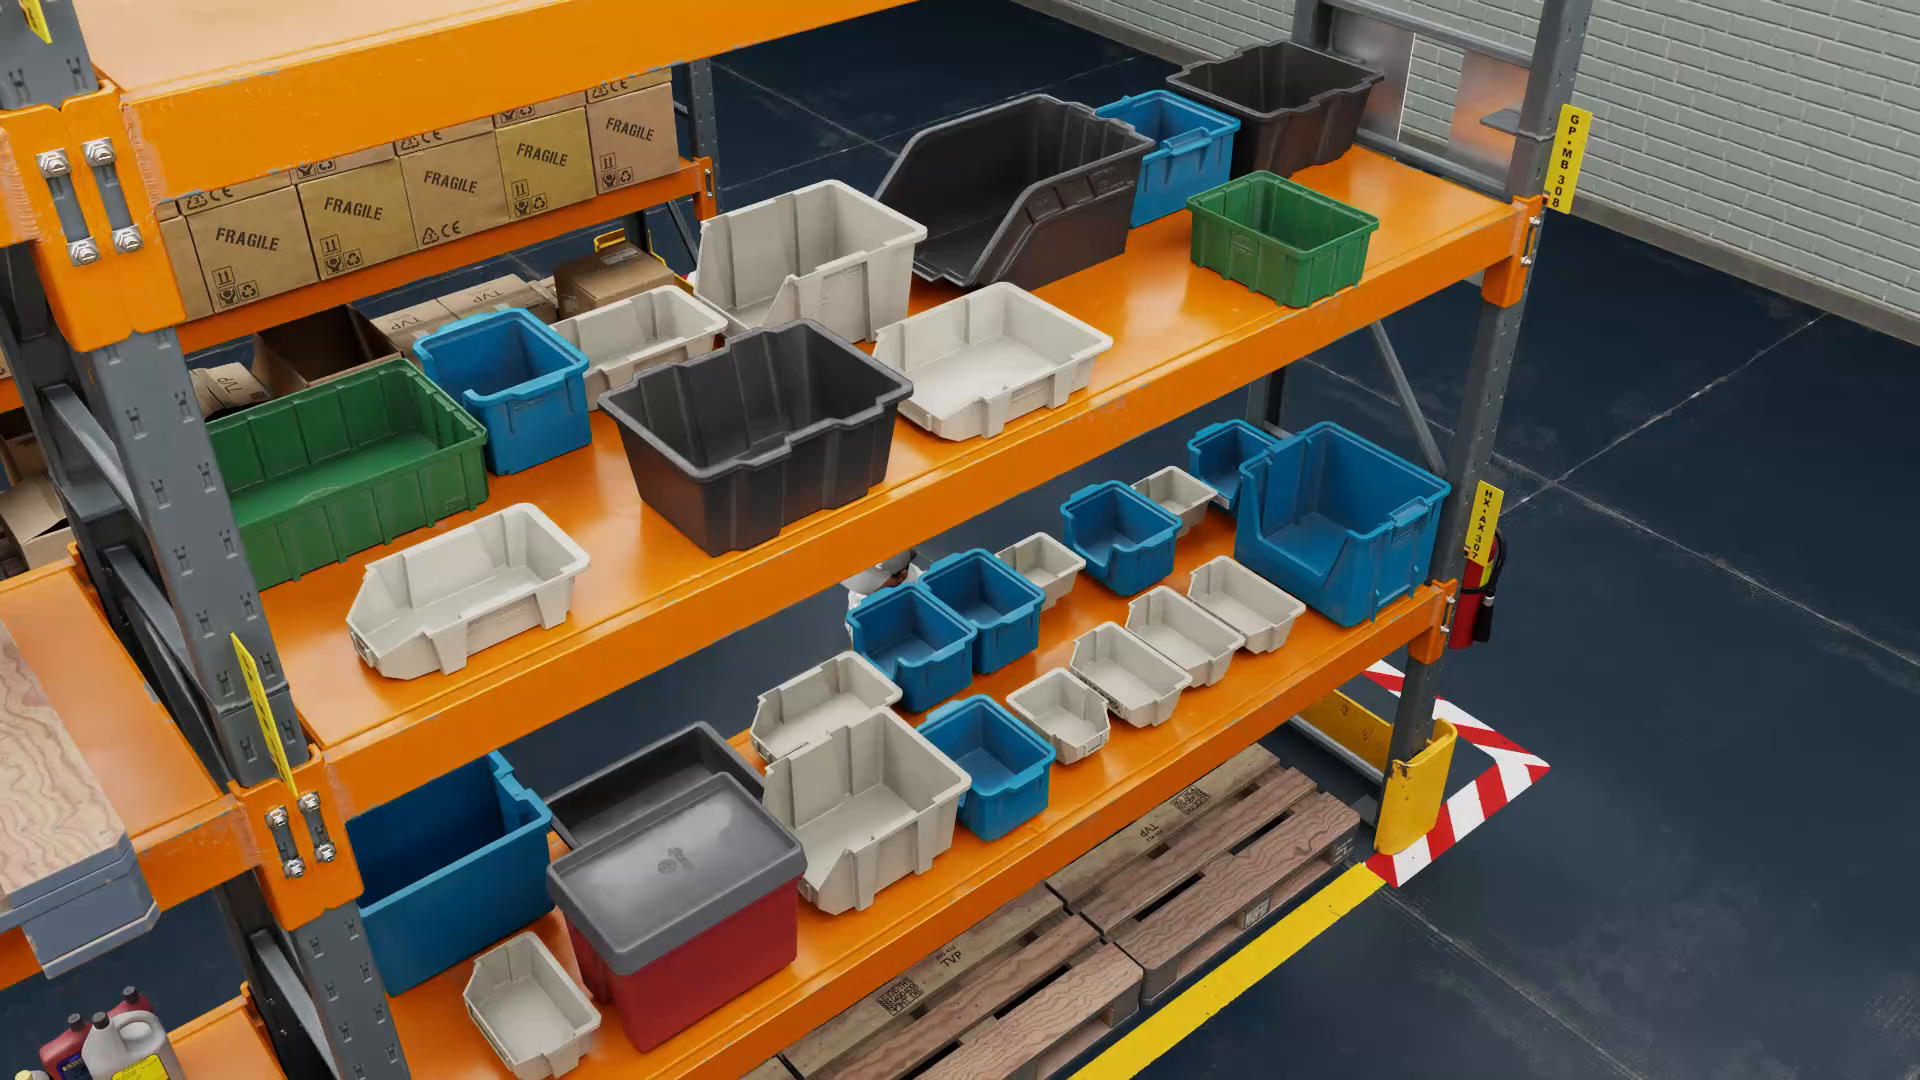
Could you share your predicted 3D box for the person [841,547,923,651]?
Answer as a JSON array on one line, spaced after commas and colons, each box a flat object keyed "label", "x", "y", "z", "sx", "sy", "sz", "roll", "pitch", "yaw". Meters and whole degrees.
[{"label": "person", "x": -0.252, "y": 0.609, "z": 6.237, "sx": 0.468, "sy": 1.665, "sz": 0.553, "roll": -30, "pitch": 45, "yaw": -34}]
